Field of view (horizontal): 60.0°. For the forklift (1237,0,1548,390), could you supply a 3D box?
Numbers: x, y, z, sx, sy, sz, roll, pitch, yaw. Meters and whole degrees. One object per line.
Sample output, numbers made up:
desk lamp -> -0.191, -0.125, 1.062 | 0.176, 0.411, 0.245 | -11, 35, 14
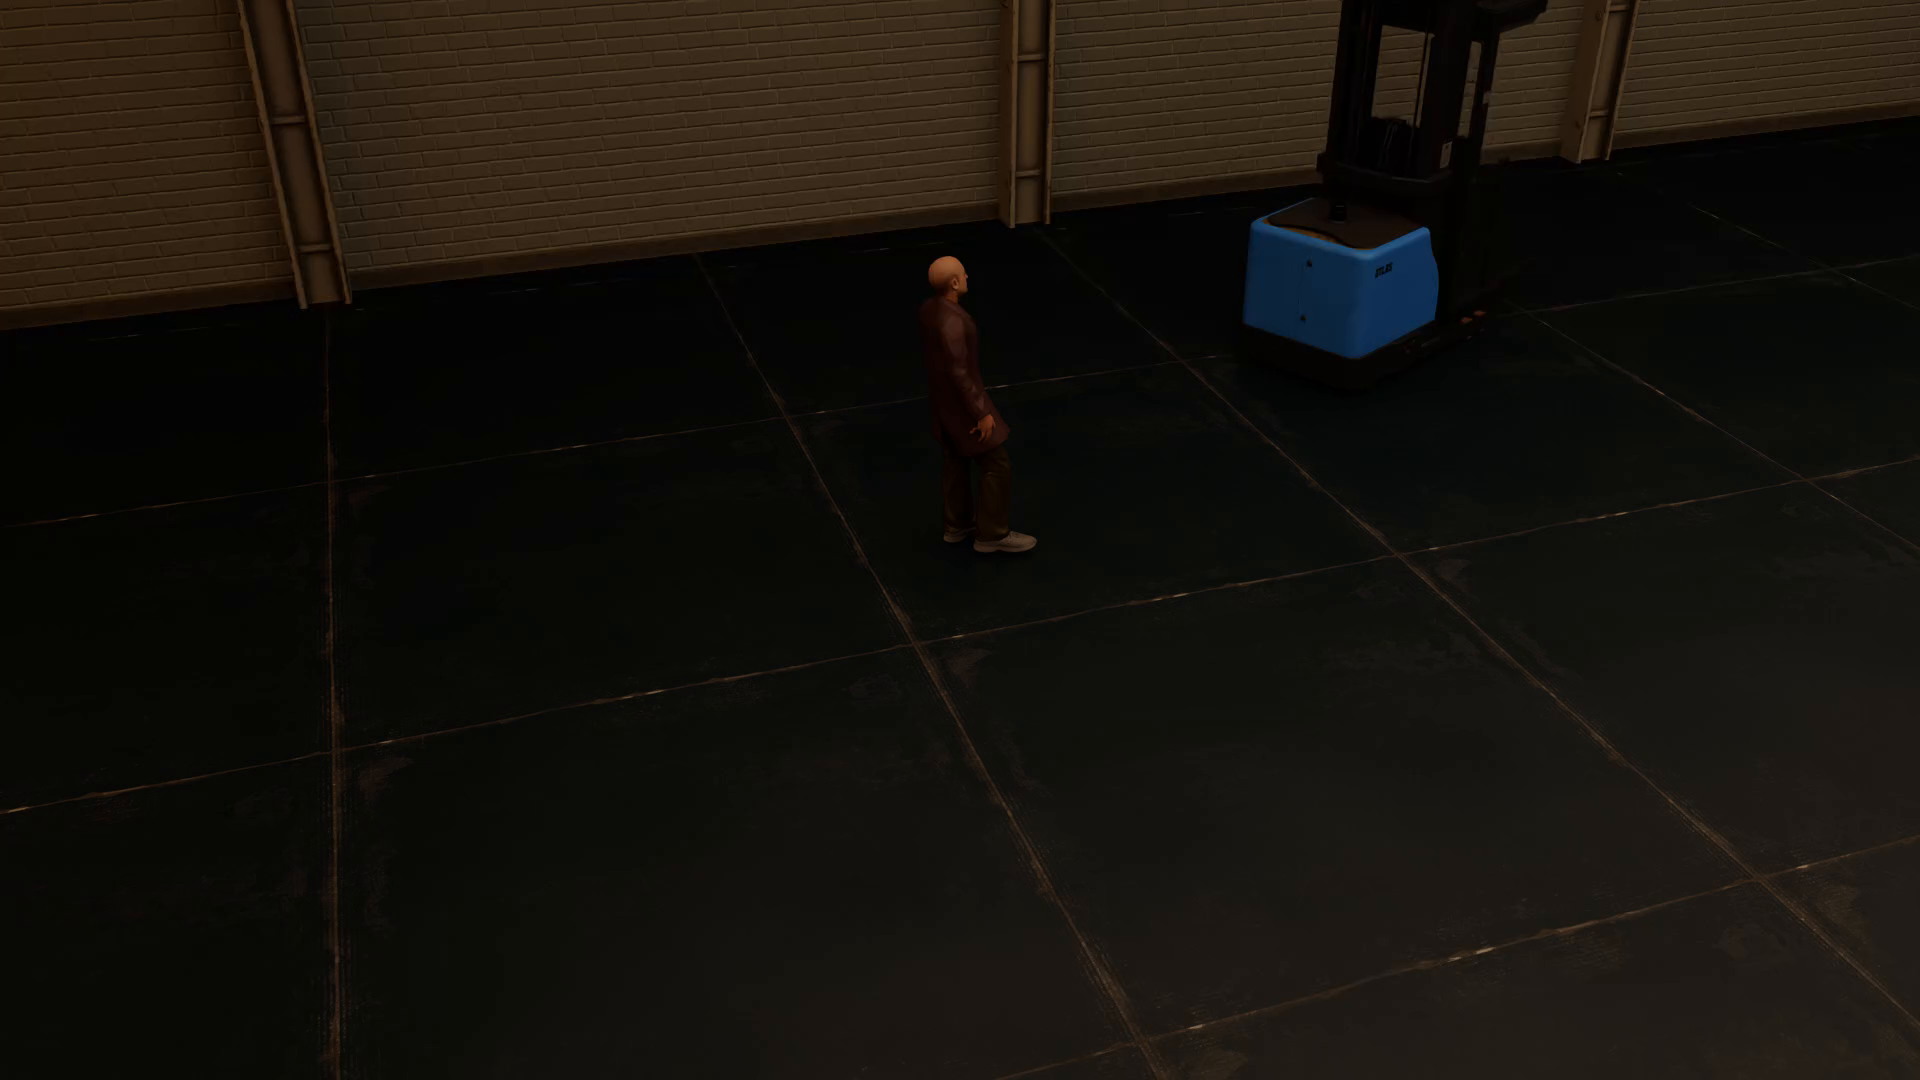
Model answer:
forklift -> 3.442, -2.962, 12.235 | 1.130, 2.935, 3.031 | 26, 39, 37

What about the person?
person -> 0.089, -0.790, 9.601 | 0.580, 1.777, 0.698 | -10, 31, -16
